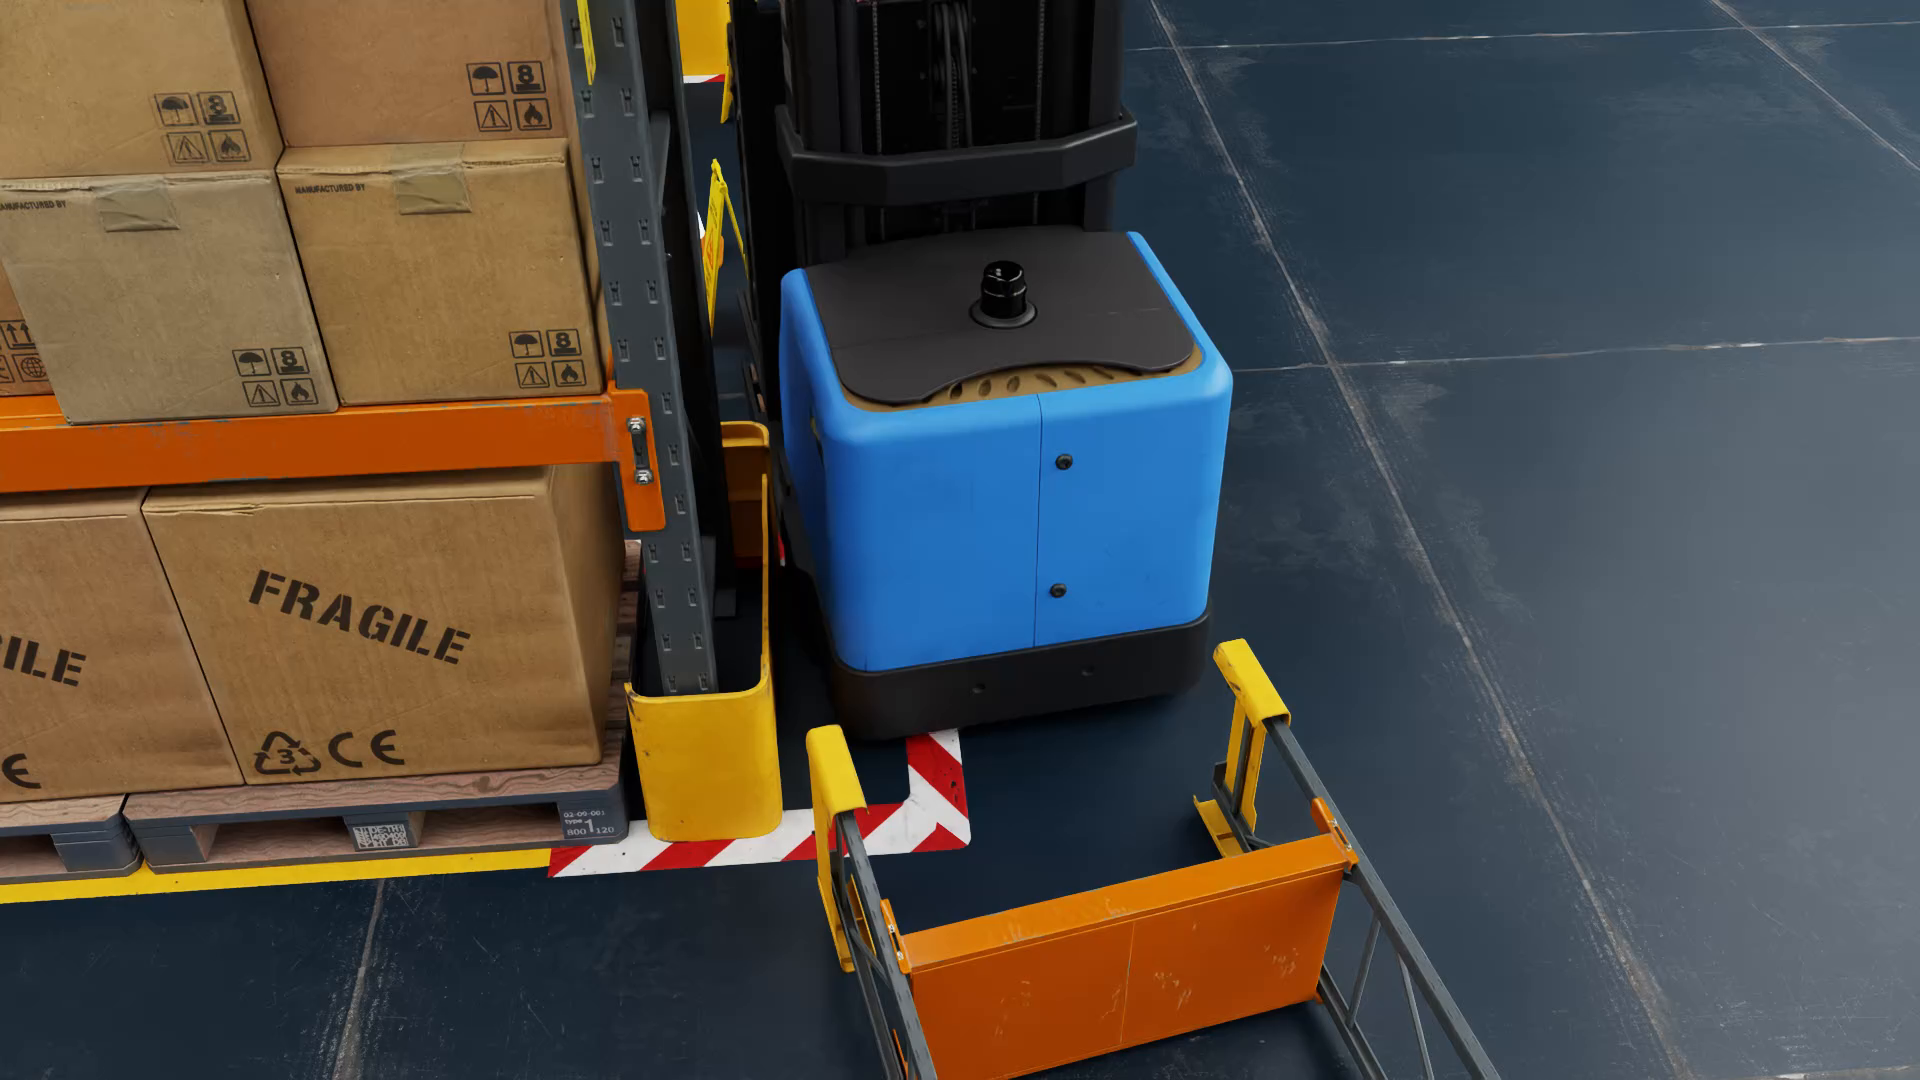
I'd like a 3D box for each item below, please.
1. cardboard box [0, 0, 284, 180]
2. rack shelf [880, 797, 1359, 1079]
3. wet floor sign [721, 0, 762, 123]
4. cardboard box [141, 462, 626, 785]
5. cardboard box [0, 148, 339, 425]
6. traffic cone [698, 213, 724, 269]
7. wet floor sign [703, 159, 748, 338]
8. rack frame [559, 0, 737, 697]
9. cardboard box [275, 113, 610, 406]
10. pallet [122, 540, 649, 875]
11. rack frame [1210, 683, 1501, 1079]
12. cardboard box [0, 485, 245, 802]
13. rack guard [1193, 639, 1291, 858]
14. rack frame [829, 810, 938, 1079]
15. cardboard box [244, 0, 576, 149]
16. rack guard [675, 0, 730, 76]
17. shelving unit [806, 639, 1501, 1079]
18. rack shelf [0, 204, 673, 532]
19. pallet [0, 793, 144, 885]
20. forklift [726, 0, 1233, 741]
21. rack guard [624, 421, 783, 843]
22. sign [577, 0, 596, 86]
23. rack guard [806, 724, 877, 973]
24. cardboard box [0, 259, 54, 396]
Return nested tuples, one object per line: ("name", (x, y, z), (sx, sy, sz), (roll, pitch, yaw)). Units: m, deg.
("cardboard box", (-1.619, -1.166, 3.313), (0.550, 0.550, 0.875), (-3, 38, -4))
("rack shelf", (0.338, 0.907, 3.637), (1.000, 0.538, 0.185), (-11, 41, -12))
("wet floor sign", (-0.961, -2.241, 7.569), (0.232, 0.644, 0.267), (9, 39, 12))
("cardboard box", (-1.376, -0.019, 4.229), (0.875, 0.875, 0.875), (-3, 38, -4))
("cardboard box", (-1.618, -0.733, 3.637), (0.550, 0.550, 0.875), (-3, 38, -4))
("traffic cone", (-1.122, -1.333, 6.566), (0.334, 0.463, 0.336), (-3, 38, -4))
("wet floor sign", (-0.853, -1.065, 6.079), (0.232, 0.644, 0.267), (-9, 39, -12))
("rack frame", (-0.706, -0.766, 3.800), (0.127, 3.000, 1.000), (-3, 38, -4))
("cardboard box", (-1.072, -0.777, 3.692), (0.550, 0.550, 0.875), (-3, 38, -4))
("pallet", (-1.496, 0.421, 4.547), (1.213, 0.211, 1.003), (-3, 38, -4))
("rack frame", (0.877, 0.926, 3.614), (0.032, 0.500, 1.500), (-11, 41, -12))
("cardboard box", (-2.252, 0.031, 4.166), (0.875, 0.875, 0.875), (-4, 38, -5))
("rack guard", (0.683, 0.542, 4.067), (0.087, 0.587, 0.250), (-11, 41, -12))
("rack frame", (-0.099, 1.110, 3.396), (0.032, 0.500, 1.500), (-11, 41, -12))
("cardboard box", (-1.079, -1.253, 3.423), (0.550, 0.550, 0.875), (-3, 38, -4))
("rack guard", (-1.321, -2.829, 8.432), (0.348, 0.500, 1.175), (-3, 38, -4))
("shelving unit", (0.380, 1.020, 3.503), (1.083, 0.587, 1.500), (-11, 41, -12))
("rack shelf", (-2.698, -0.374, 3.883), (4.000, 0.370, 1.077), (-3, 38, -4))
("pallet", (-2.708, 0.486, 4.464), (1.213, 0.211, 1.003), (-3, 38, -4))
("forklift", (-0.142, -1.530, 4.823), (1.130, 2.935, 3.031), (-8, 39, -10))
("rack guard", (-0.682, 0.214, 4.576), (0.348, 0.500, 1.175), (-3, 38, -4))
("sign", (-0.672, -0.978, 2.942), (0.005, 0.325, 0.100), (-3, 38, -4))
("rack guard", (-0.273, 0.722, 3.853), (0.087, 0.587, 0.250), (-11, 41, -12))
("cardboard box", (-2.186, -0.780, 3.696), (0.550, 0.550, 0.875), (-3, 38, -4))
